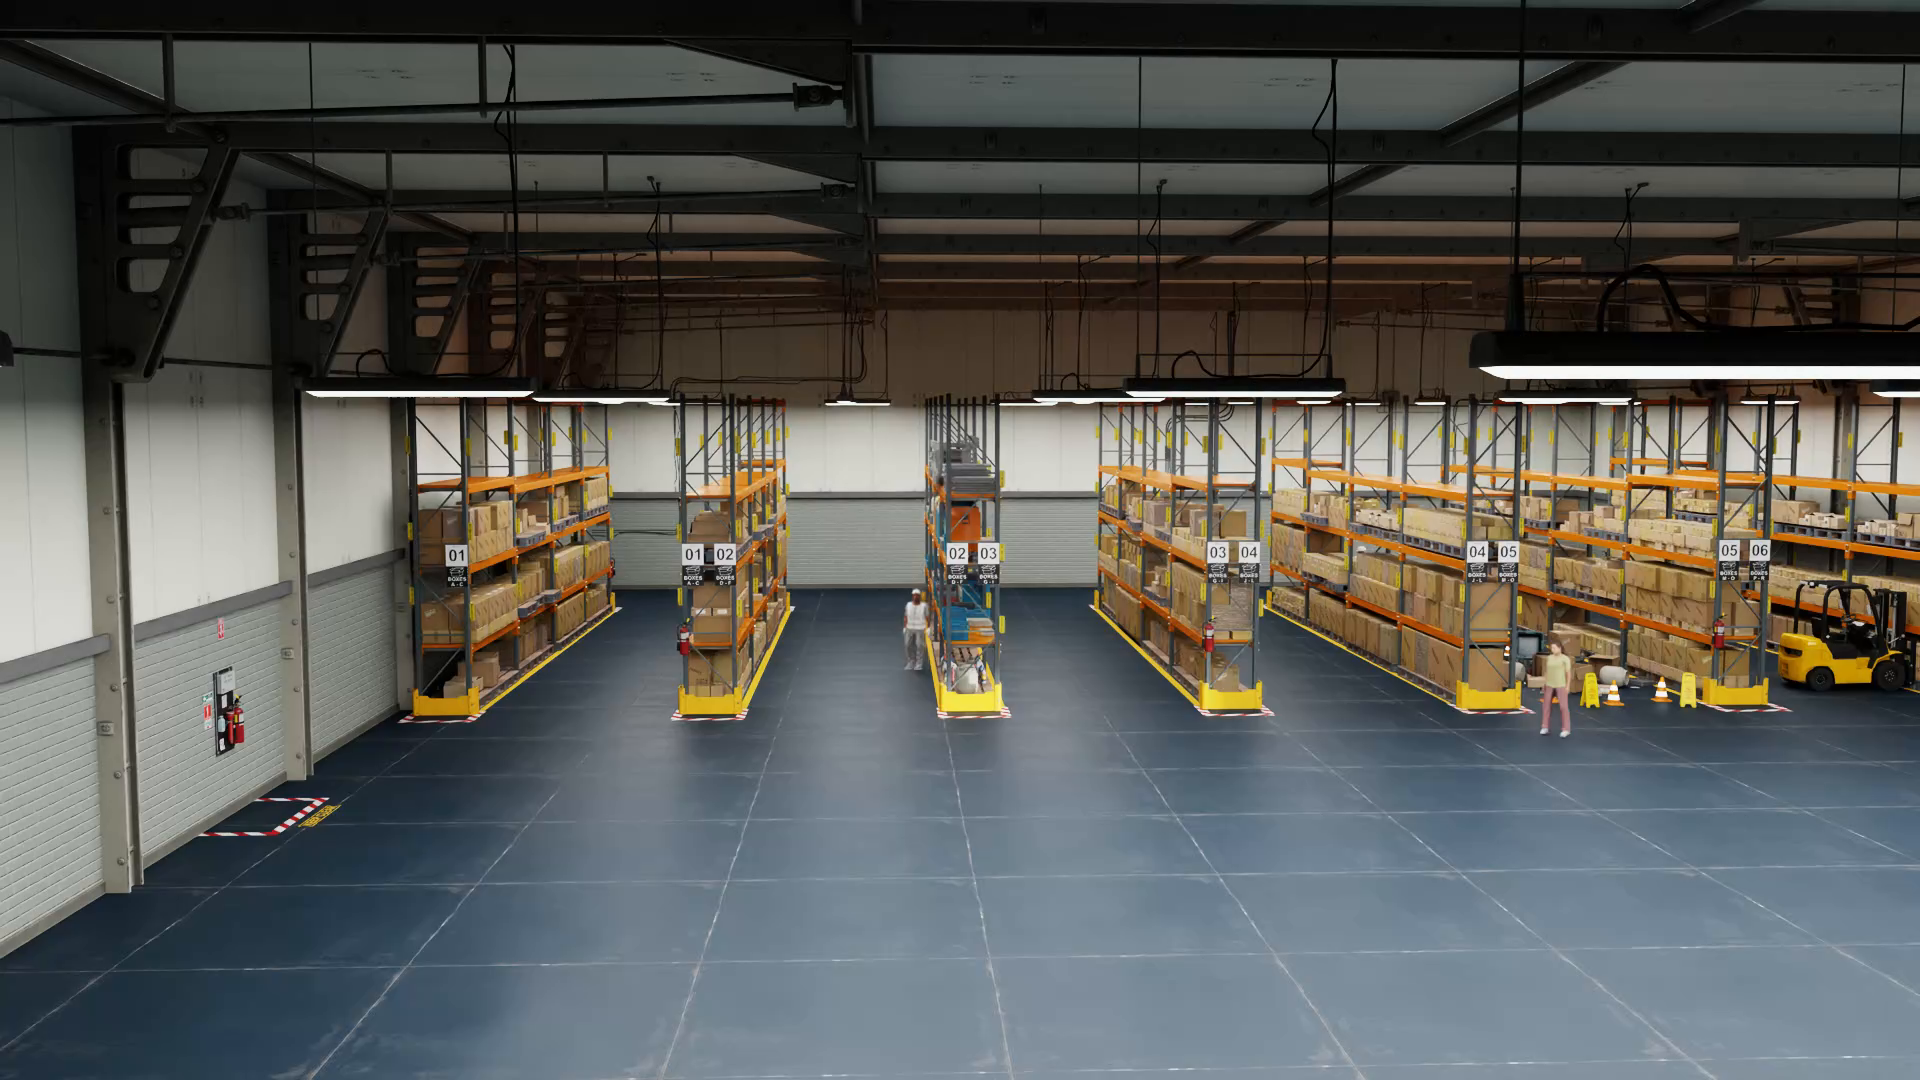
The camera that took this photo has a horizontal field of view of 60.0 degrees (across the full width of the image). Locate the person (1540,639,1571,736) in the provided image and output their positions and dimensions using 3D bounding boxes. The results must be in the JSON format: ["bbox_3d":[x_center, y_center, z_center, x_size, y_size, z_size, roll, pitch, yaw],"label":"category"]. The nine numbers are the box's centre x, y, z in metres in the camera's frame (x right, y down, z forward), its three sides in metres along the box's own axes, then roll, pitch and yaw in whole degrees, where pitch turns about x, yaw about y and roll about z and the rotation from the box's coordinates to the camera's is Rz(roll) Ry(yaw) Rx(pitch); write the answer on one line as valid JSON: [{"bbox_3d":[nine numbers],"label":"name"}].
[{"bbox_3d":[10.434,2.578,29.152,0.524,1.676,0.422,4,6,40],"label":"person"}]

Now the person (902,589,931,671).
[{"bbox_3d":[-0.943,1.974,36.384,0.674,1.794,0.438,2,5,22],"label":"person"}]

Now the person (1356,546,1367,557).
[{"bbox_3d":[11.461,1.061,47.747,0.401,1.765,0.646,1,5,8],"label":"person"}]
